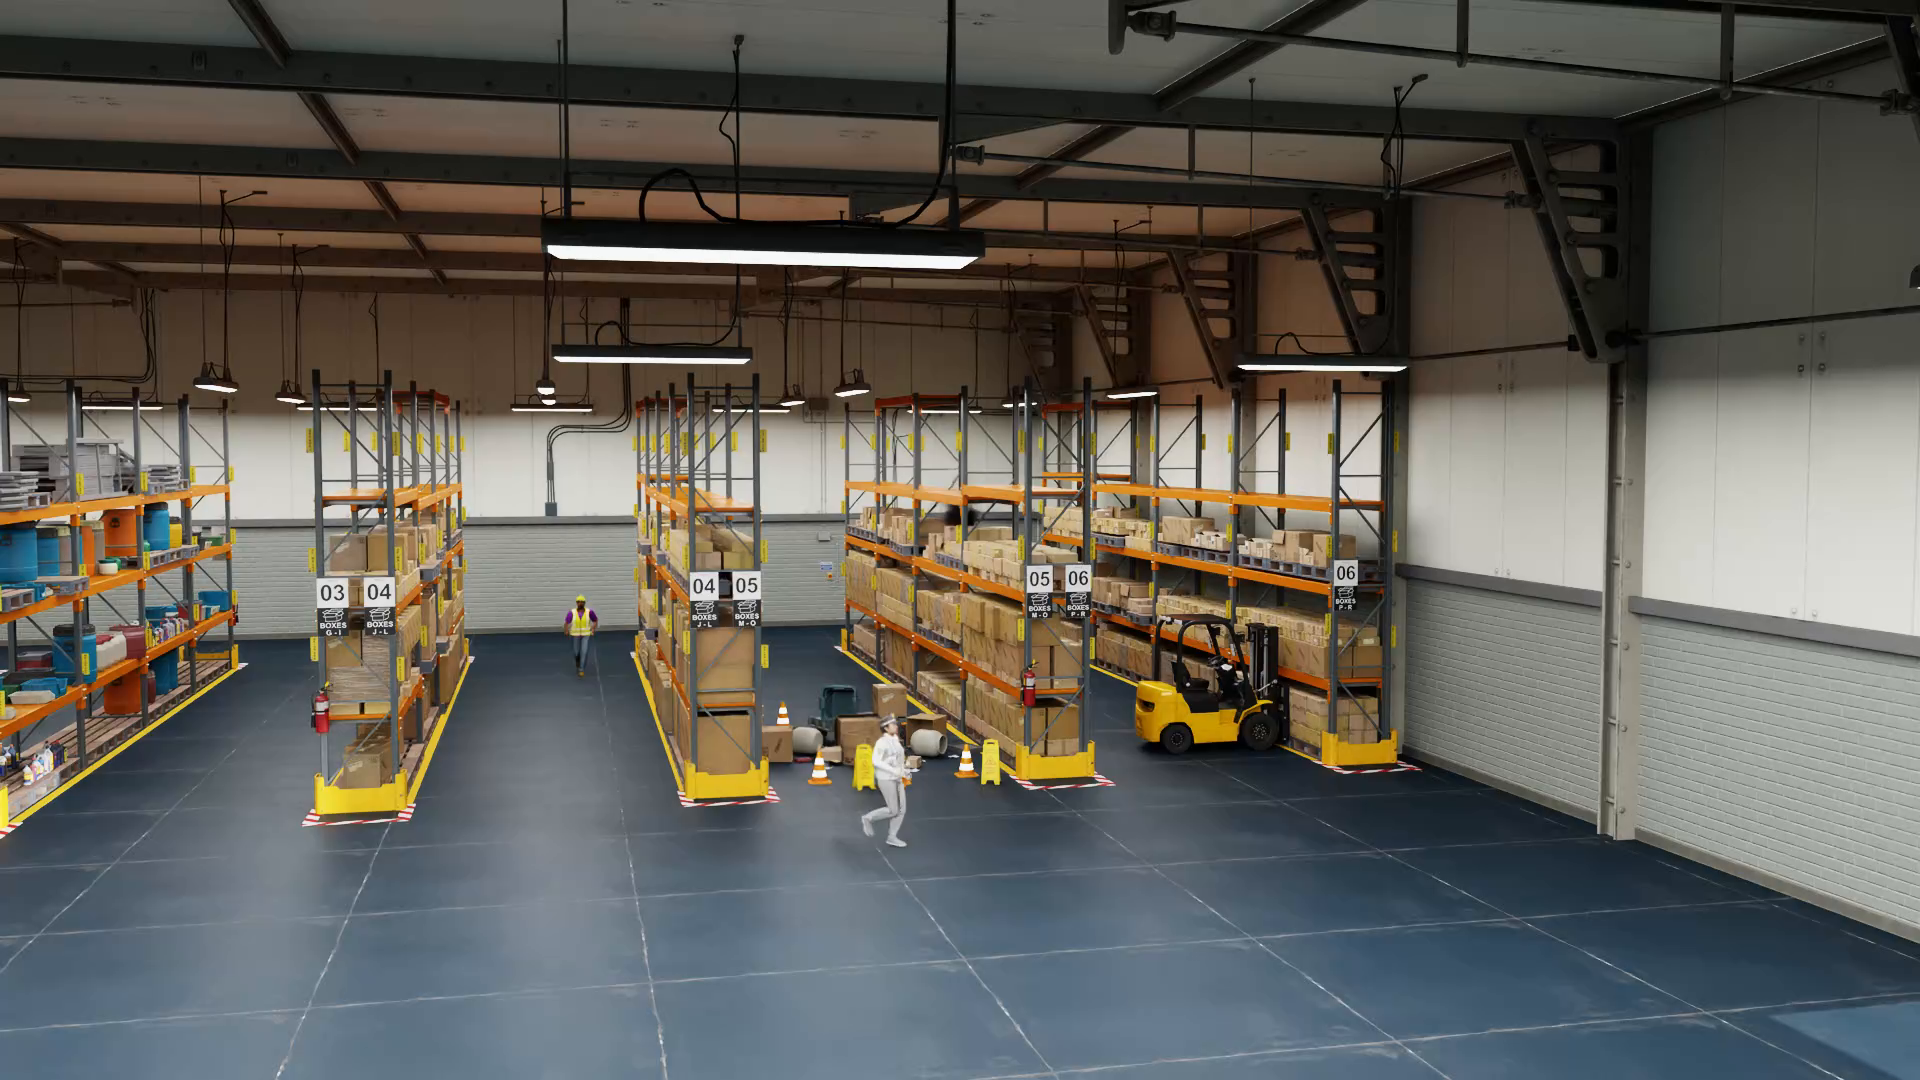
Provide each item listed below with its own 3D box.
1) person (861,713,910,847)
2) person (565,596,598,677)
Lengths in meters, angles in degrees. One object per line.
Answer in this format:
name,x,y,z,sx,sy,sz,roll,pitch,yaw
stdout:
person,-0.908,2.975,20.739,0.620,1.657,0.616,1,4,24
person,-8.179,2.068,35.941,0.711,1.726,0.659,-1,3,-11
